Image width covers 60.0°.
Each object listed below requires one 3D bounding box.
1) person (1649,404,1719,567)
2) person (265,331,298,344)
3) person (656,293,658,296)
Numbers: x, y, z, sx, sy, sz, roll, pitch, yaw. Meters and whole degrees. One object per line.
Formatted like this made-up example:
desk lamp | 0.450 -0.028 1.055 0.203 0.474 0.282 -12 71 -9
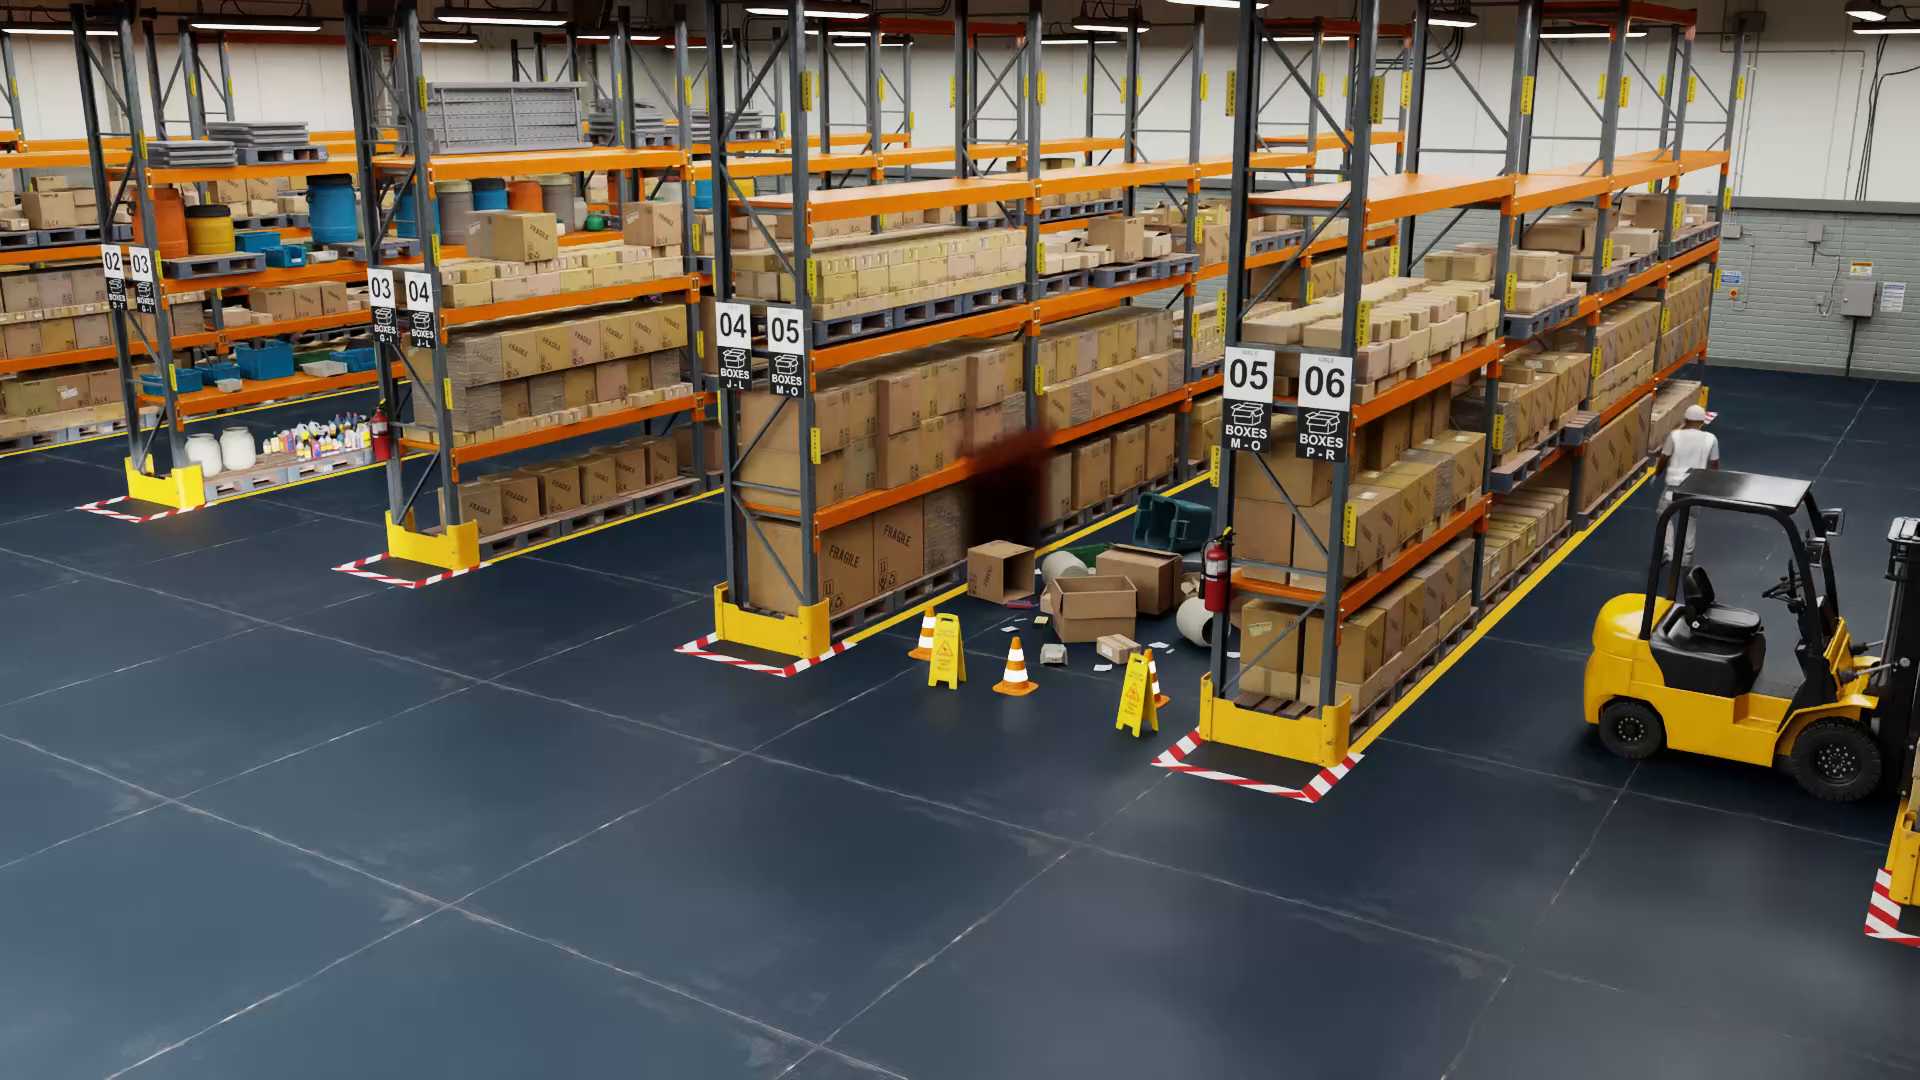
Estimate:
person | 7.863 -0.568 18.018 0.643 1.761 0.654 2 16 9
person | -12.047 -3.676 29.502 0.395 1.533 0.998 10 18 32
person | -5.508 -3.931 30.668 0.490 1.450 0.484 -10 18 -31
